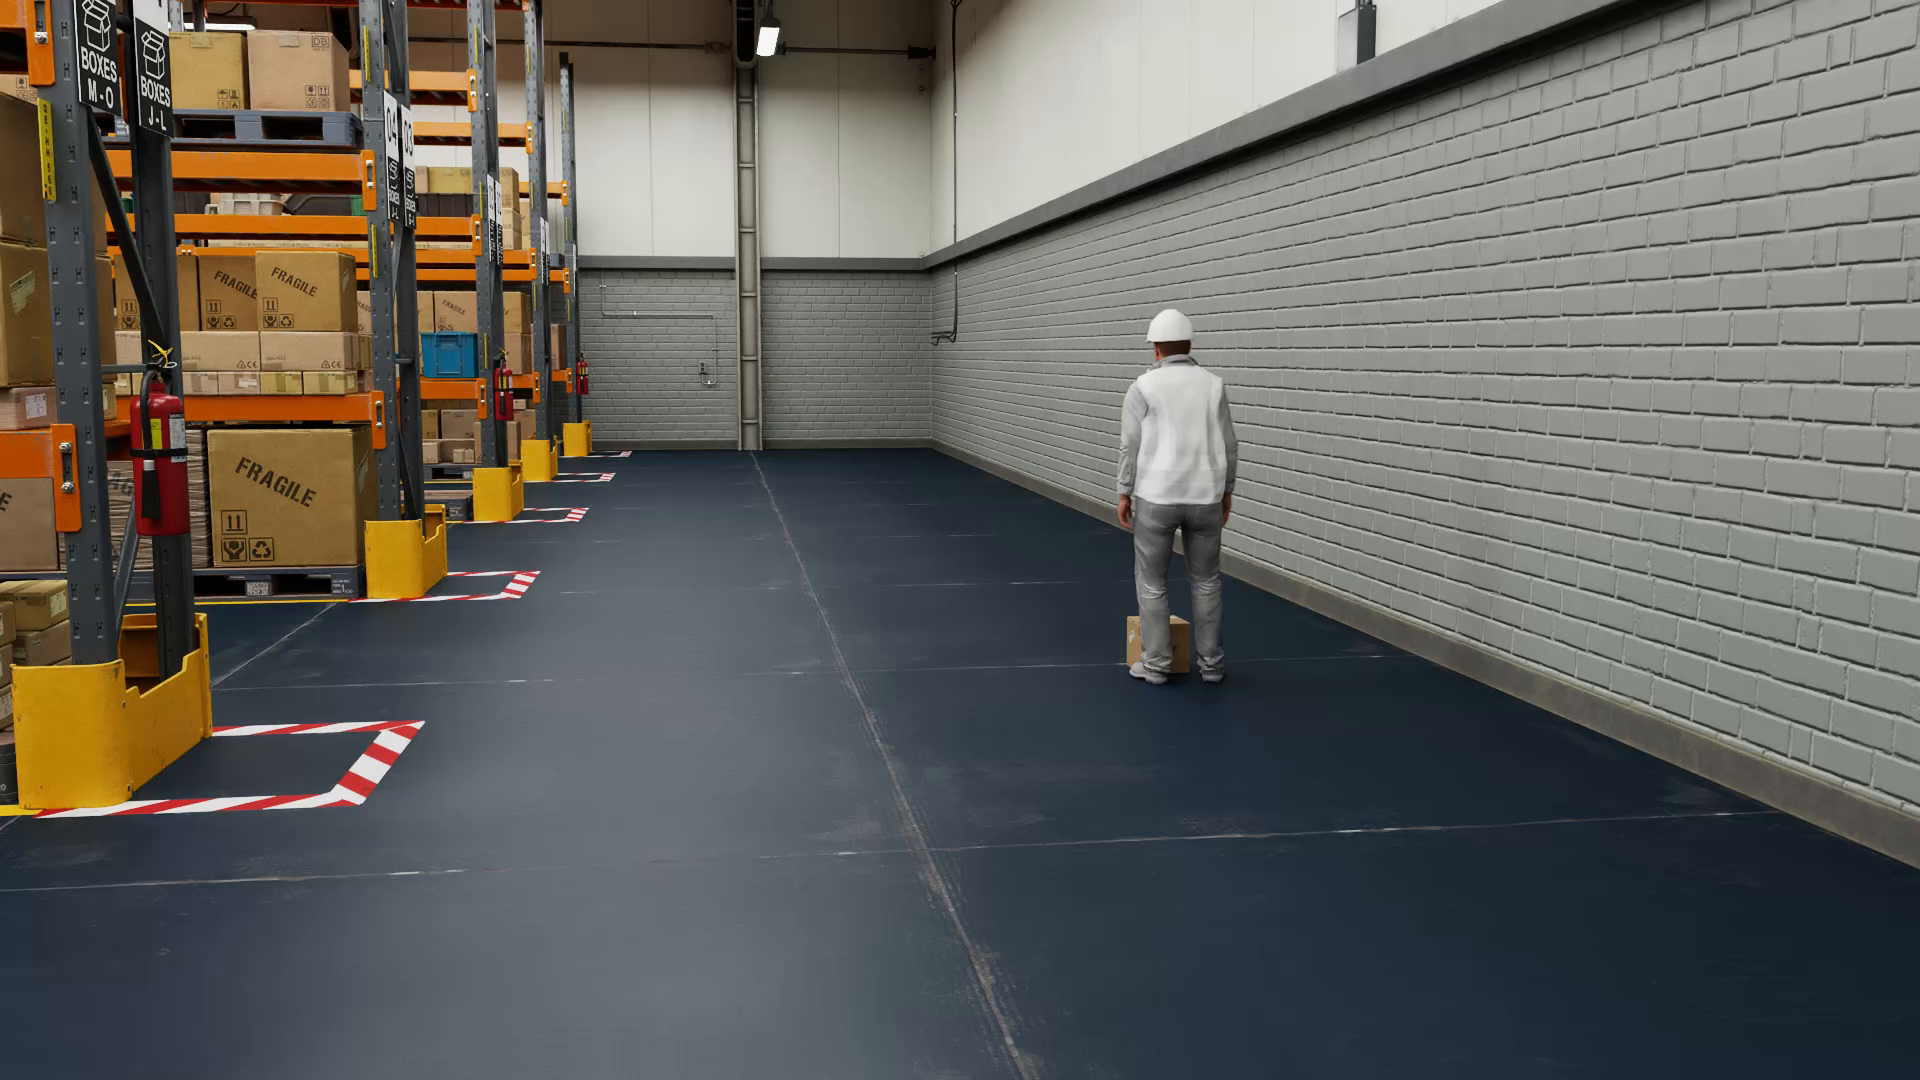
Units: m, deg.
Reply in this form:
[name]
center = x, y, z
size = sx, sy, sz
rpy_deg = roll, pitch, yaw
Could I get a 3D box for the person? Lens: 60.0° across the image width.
[person]
center = 1.032, -0.208, 7.937
size = 0.586, 1.771, 0.466
rpy_deg = -1, 7, -10
